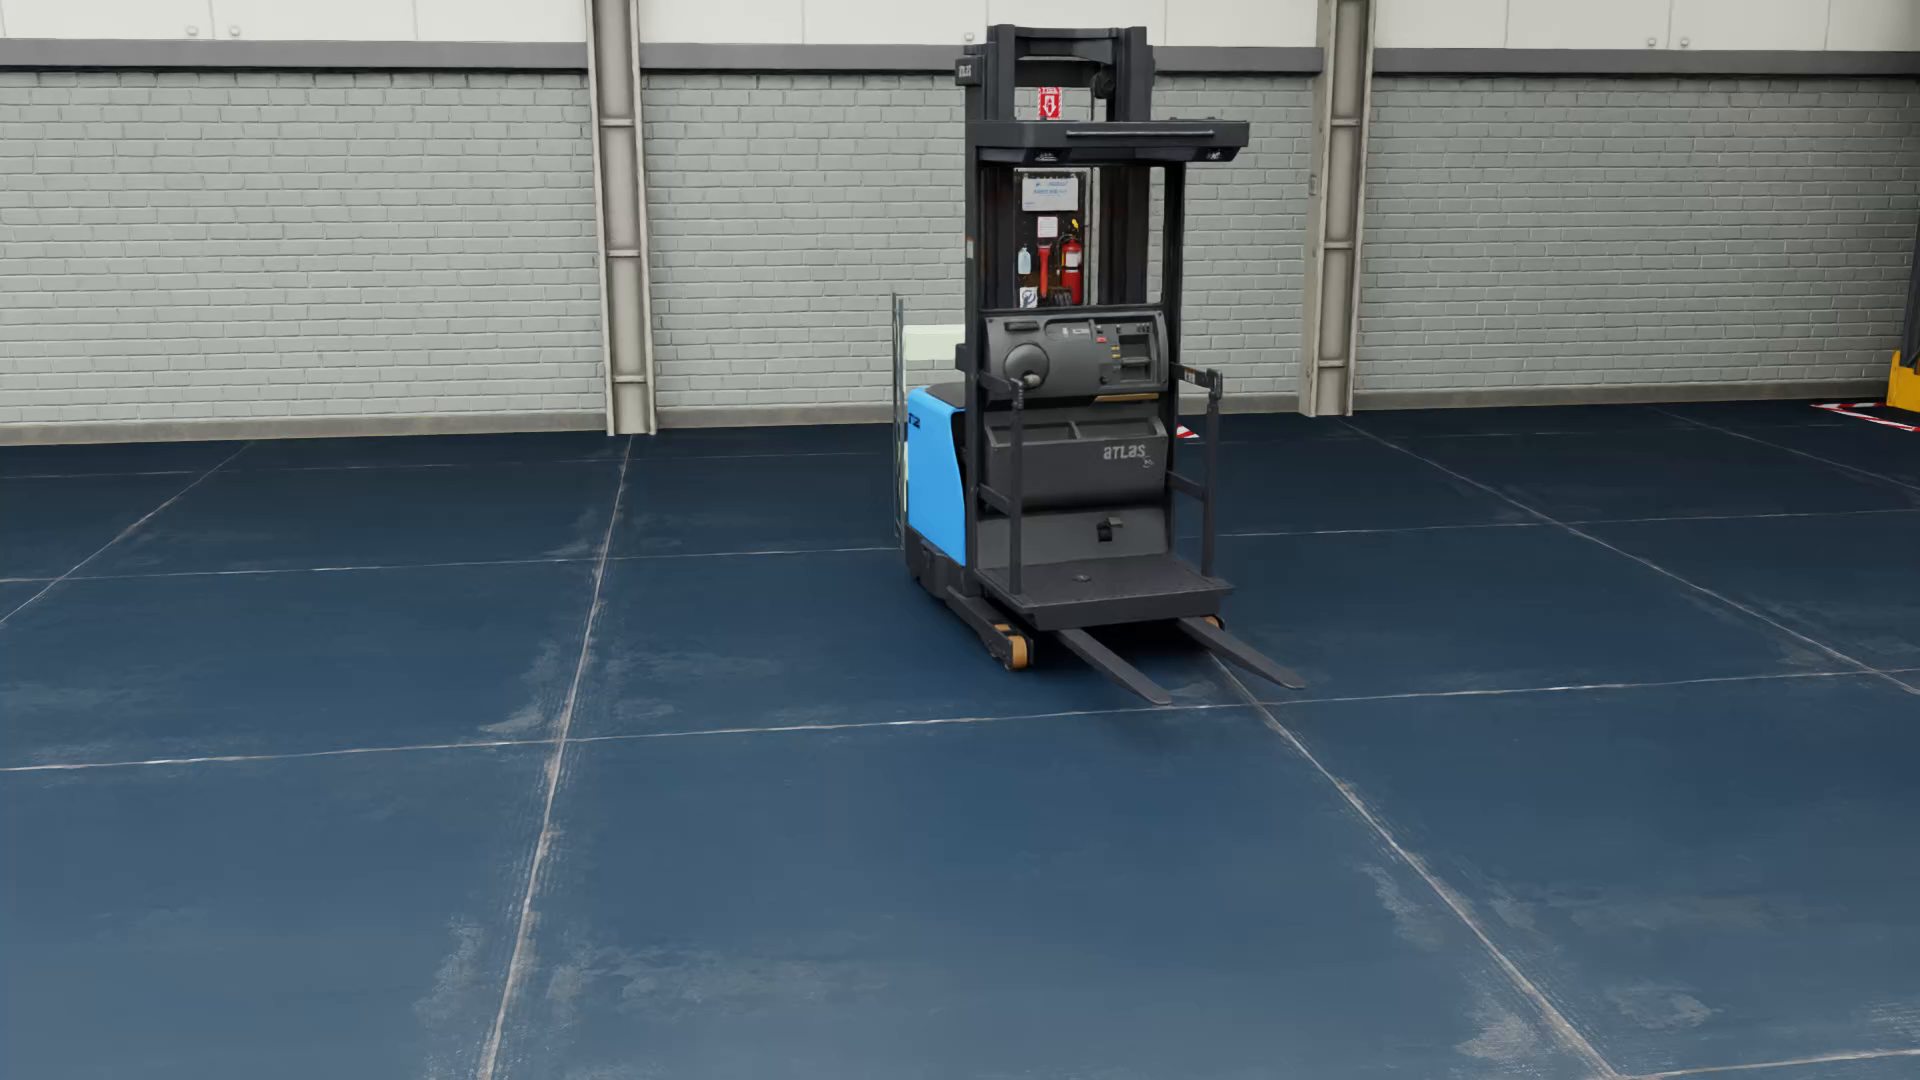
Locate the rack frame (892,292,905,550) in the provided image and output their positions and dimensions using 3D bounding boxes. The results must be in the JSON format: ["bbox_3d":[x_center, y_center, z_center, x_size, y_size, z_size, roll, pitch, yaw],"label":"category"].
[{"bbox_3d":[-0.369,-0.714,9.986,0.023,1.500,0.400,-2,14,-8],"label":"rack frame"}]

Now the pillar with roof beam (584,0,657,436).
[{"bbox_3d":[-2.075,-4.226,8.573,0.400,9.000,9.100,-2,14,-8],"label":"pillar with roof beam"}]

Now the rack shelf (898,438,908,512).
[{"bbox_3d":[-0.007,-0.411,10.118,0.720,0.370,0.431,-2,14,-8],"label":"rack shelf"}]

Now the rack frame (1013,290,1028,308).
[{"bbox_3d":[0.355,-0.740,10.091,0.023,1.500,0.400,-2,14,-8],"label":"rack frame"}]

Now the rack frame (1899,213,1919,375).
[{"bbox_3d":[8.586,-2.553,14.235,0.127,3.000,1.000,-2,14,-8],"label":"rack frame"}]

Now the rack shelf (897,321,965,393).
[{"bbox_3d":[-0.007,-1.106,9.943,0.720,0.370,0.431,-2,14,-8],"label":"rack shelf"}]

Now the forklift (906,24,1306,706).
[{"bbox_3d":[0.641,-0.921,7.869,1.130,2.935,3.031,-5,15,-18],"label":"forklift"}]

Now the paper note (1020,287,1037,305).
[{"bbox_3d":[0.582,-2.071,14.126,0.142,0.148,0.016,-2,14,-8],"label":"paper note"}]

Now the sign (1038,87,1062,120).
[{"bbox_3d":[0.745,-3.637,13.790,0.199,0.298,0.001,-2,14,-8],"label":"sign"}]

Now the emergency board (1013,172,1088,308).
[{"bbox_3d":[0.767,-2.488,13.978,0.643,1.169,0.194,-2,14,-8],"label":"emergency board"}]

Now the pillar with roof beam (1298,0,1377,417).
[{"bbox_3d":[3.858,-4.443,9.440,0.400,9.000,9.100,-2,14,-8],"label":"pillar with roof beam"}]

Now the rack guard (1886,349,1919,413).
[{"bbox_3d":[8.662,-1.343,14.550,0.348,0.500,1.175,-2,14,-8],"label":"rack guard"}]

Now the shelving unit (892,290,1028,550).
[{"bbox_3d":[-0.007,-0.727,10.038,0.755,1.500,0.431,-2,14,-8],"label":"shelving unit"}]
